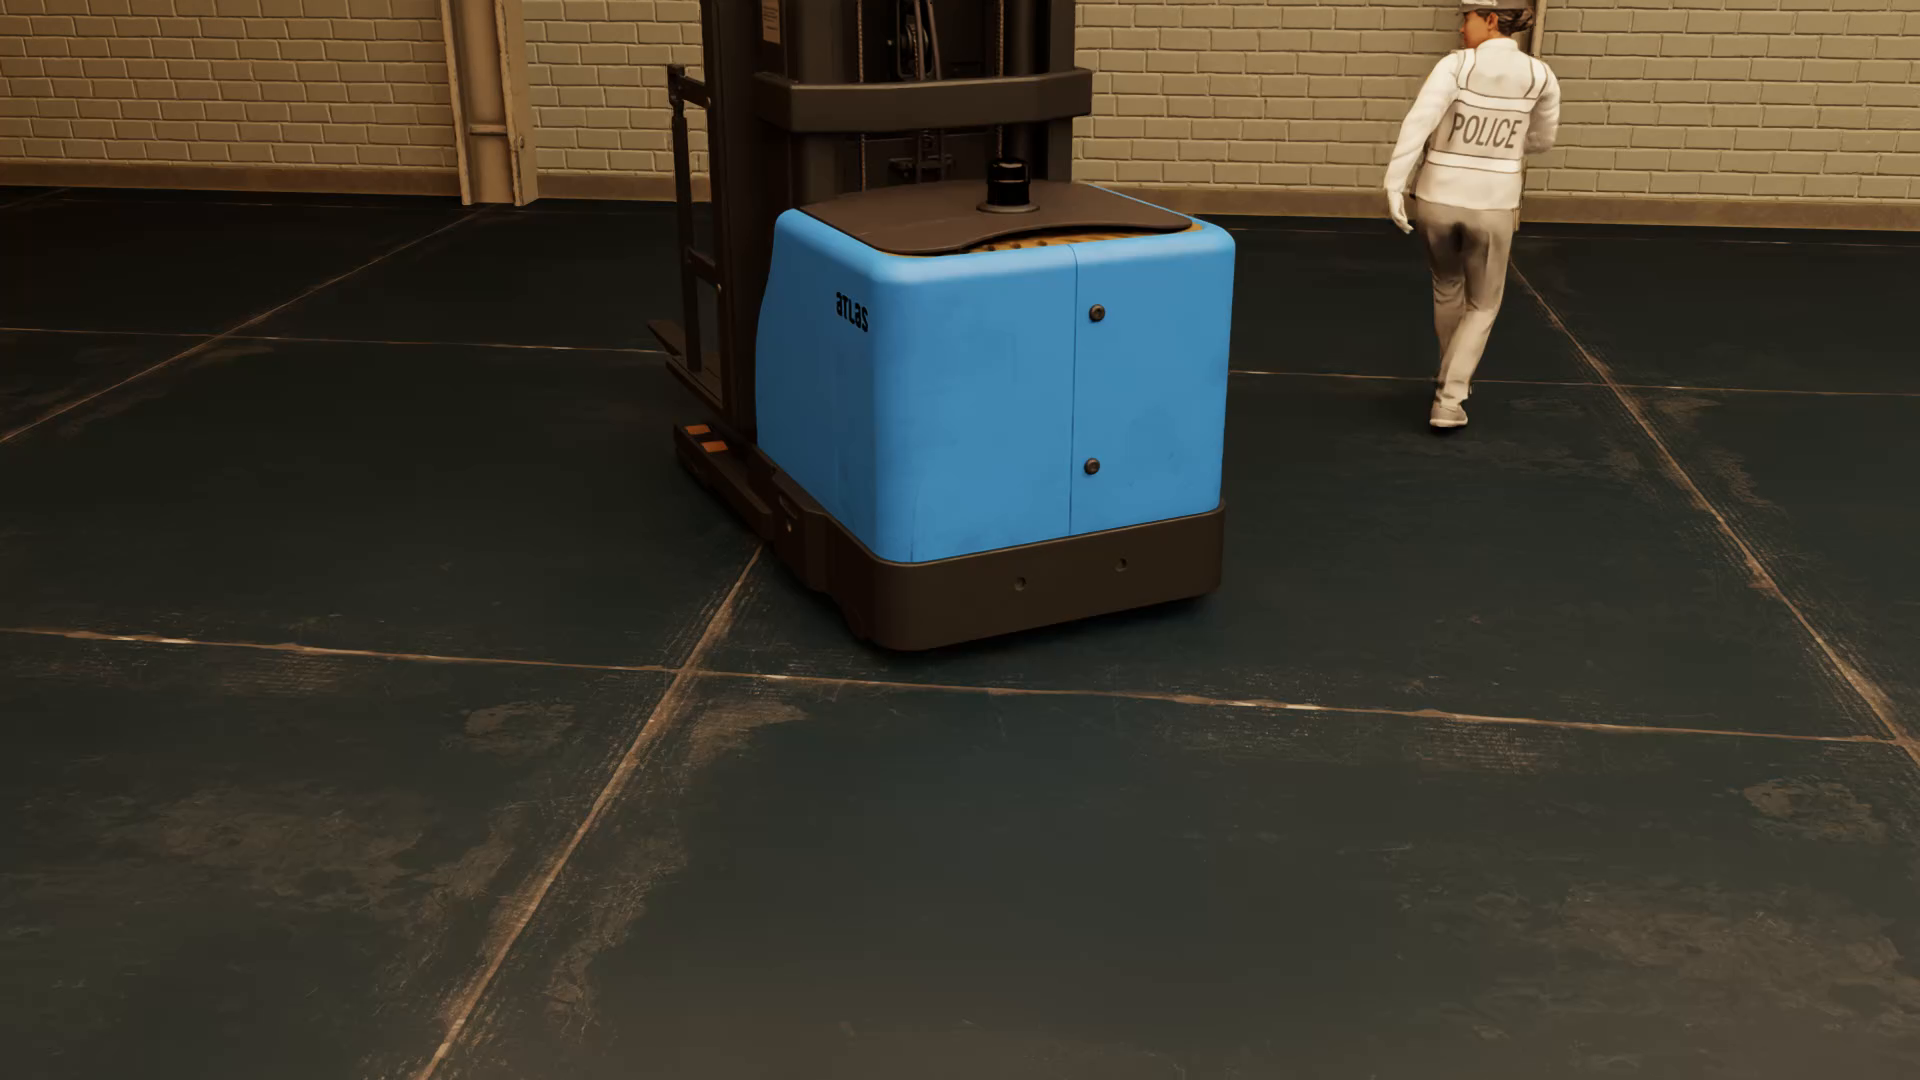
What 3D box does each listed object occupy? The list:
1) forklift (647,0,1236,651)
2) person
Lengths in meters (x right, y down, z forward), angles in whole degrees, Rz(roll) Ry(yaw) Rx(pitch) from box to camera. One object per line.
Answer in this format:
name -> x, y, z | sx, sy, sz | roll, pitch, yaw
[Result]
forklift -> -0.340, -1.589, 5.199 | 1.130, 2.935, 3.031 | -10, 24, -23
person -> 1.865, -1.203, 6.091 | 0.527, 1.647, 0.849 | 9, 24, 21
